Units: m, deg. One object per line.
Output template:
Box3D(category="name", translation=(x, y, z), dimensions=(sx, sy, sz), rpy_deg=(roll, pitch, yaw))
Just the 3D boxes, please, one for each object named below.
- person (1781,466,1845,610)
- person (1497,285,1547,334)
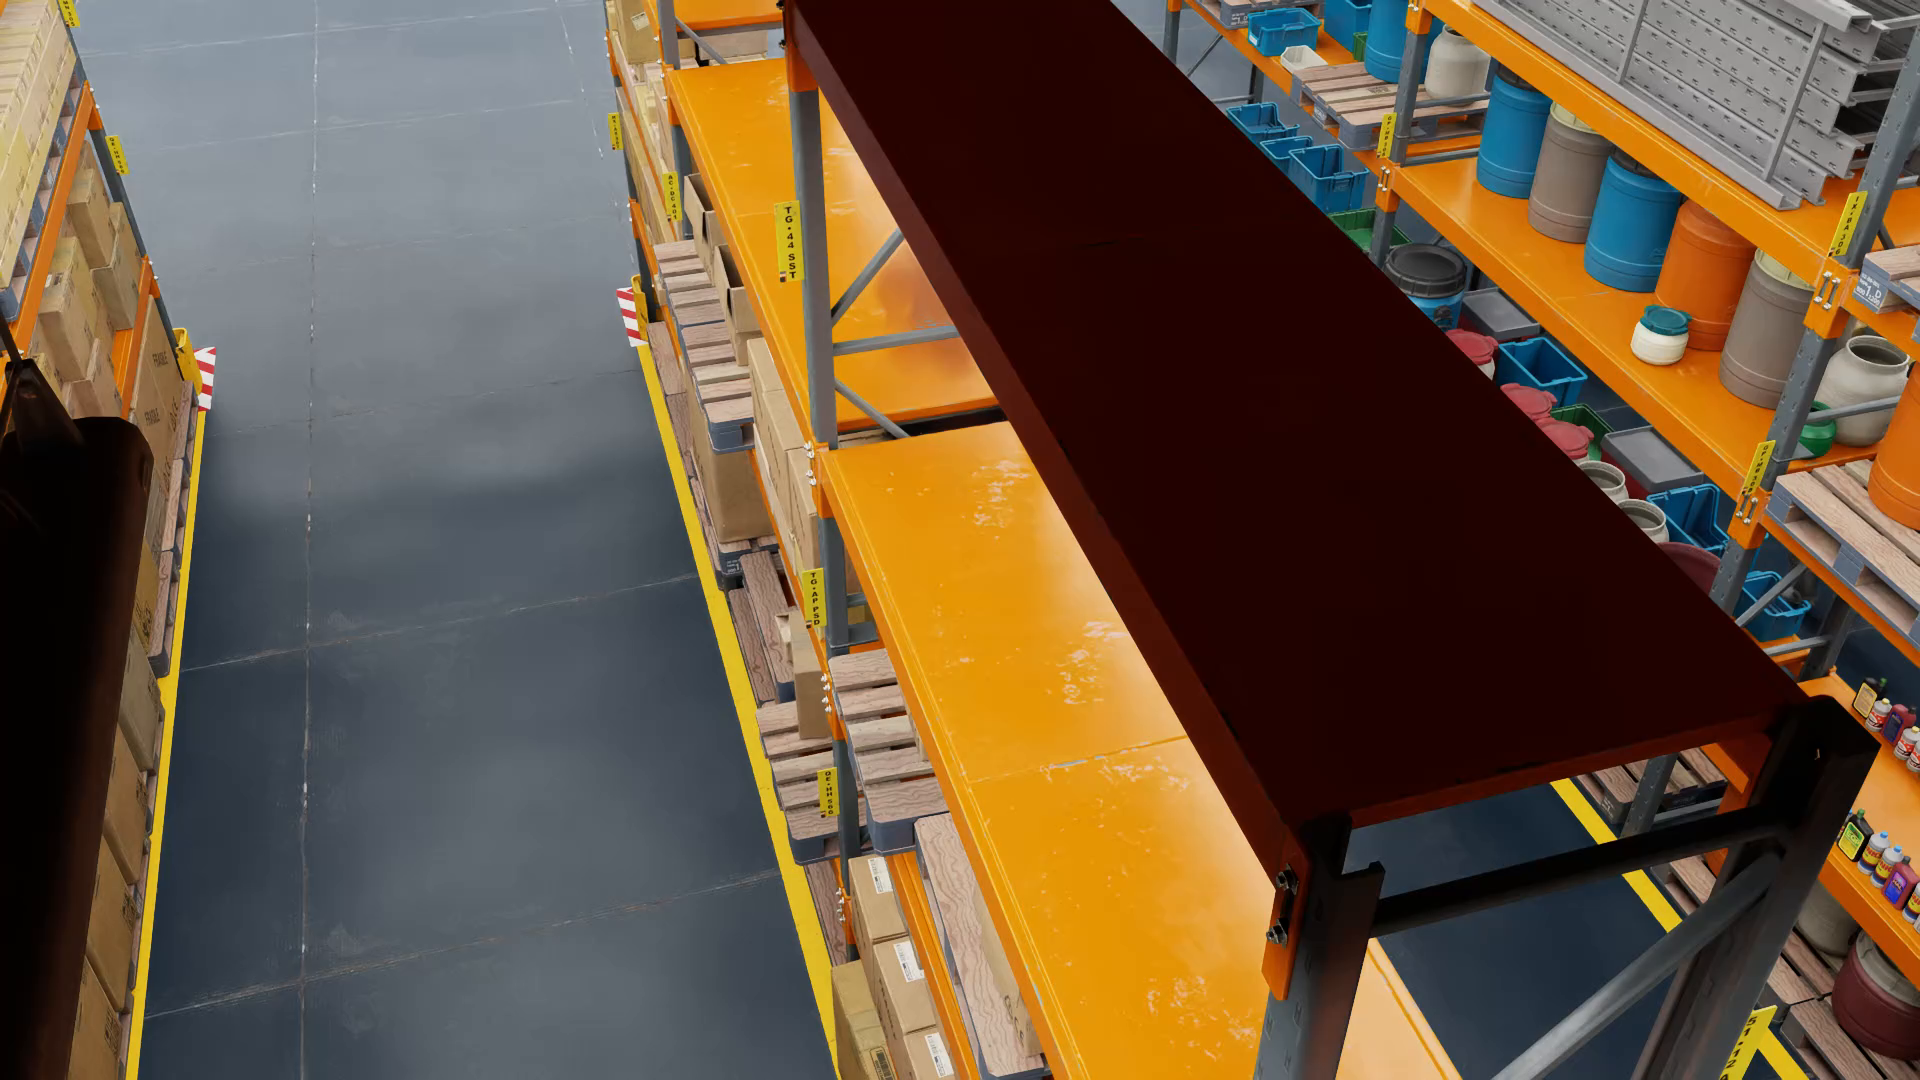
Box3D(category="person", translation=(6.170, -0.160, 11.674), dimensions=(0.690, 1.733, 0.694), rpy_deg=(-10, 40, -13))
Box3D(category="person", translation=(5.057, -2.490, 14.615), dimensions=(0.654, 1.681, 0.654), rpy_deg=(32, 48, 34))
